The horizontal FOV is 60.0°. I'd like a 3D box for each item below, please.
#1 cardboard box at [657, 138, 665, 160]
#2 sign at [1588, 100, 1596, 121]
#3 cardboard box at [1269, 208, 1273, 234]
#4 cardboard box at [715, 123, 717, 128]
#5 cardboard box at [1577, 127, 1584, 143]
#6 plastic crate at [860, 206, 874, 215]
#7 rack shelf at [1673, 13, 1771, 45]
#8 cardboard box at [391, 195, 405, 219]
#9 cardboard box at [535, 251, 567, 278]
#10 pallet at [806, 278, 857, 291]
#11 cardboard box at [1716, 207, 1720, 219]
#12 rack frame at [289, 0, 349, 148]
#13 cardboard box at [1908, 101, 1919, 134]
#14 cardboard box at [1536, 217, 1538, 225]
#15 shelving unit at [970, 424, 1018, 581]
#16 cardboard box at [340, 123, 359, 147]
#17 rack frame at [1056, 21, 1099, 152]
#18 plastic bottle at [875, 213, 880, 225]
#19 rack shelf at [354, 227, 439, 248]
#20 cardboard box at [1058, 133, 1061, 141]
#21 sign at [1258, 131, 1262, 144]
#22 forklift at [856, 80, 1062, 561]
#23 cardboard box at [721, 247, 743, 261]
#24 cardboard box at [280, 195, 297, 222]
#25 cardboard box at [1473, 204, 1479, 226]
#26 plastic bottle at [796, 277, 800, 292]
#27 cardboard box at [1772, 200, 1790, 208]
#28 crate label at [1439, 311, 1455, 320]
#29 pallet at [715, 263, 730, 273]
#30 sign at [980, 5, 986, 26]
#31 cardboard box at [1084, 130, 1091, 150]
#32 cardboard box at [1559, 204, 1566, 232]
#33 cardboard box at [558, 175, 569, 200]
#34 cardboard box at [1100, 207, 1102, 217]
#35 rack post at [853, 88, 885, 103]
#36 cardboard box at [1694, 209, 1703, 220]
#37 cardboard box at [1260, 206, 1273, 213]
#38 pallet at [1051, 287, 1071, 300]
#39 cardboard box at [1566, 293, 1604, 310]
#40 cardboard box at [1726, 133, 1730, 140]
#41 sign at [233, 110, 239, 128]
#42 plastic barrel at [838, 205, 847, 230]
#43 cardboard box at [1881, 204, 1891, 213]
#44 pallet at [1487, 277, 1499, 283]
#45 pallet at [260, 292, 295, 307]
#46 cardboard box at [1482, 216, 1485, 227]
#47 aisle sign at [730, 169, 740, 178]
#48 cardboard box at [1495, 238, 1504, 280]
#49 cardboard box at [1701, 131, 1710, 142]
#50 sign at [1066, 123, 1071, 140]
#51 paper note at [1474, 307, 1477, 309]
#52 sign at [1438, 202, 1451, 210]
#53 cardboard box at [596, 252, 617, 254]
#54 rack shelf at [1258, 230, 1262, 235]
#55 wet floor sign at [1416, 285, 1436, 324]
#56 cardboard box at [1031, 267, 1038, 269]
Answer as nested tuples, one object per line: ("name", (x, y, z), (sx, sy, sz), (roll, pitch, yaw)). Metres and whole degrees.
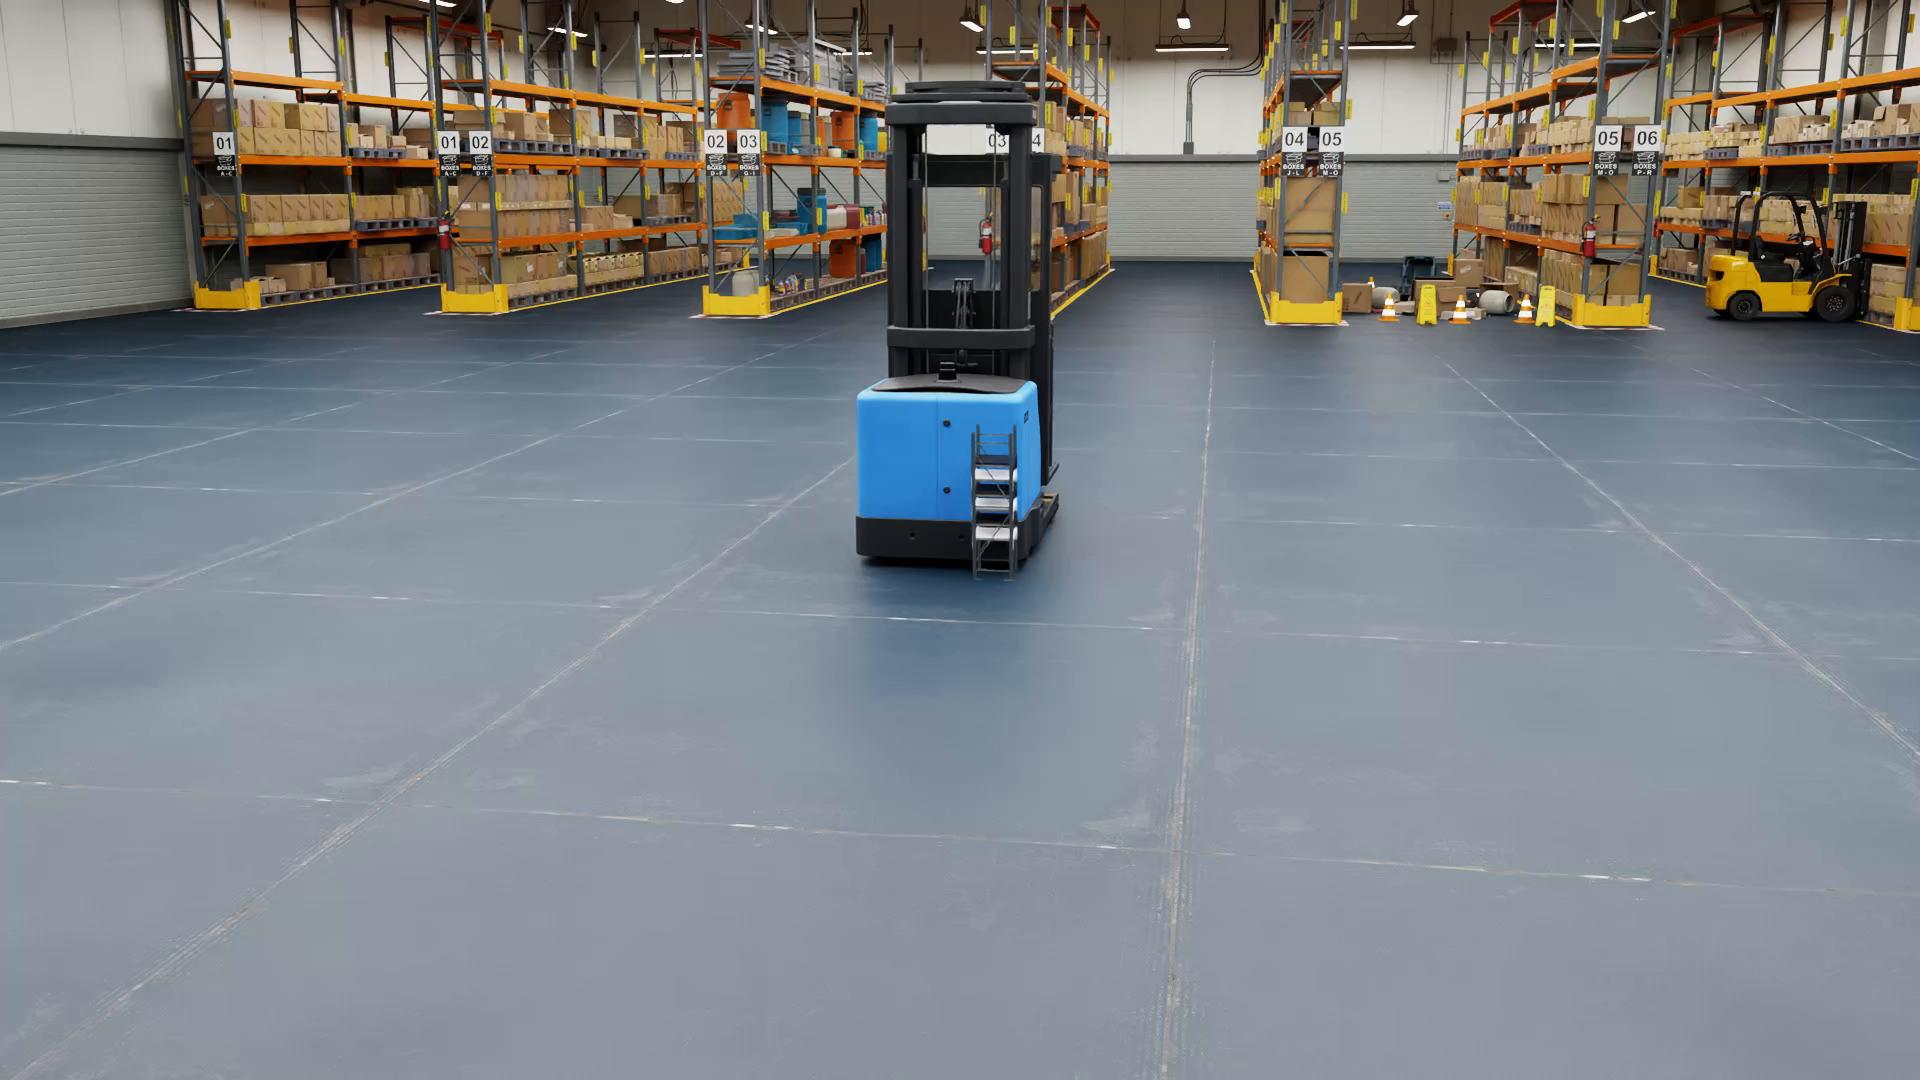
("cardboard box", (-7.426, -9.136, 38.907), (0.910, 0.500, 0.500), (2, 12, 9))
("sign", (10.186, -6.927, 26.795), (0.100, 0.325, 0.005), (2, 12, 9))
("cardboard box", (6.334, -6.249, 32.634), (0.500, 0.500, 0.500), (2, 12, 8))
("cardboard box", (-6.582, -10.667, 43.640), (0.700, 0.500, 0.500), (2, 12, 9))
("cardboard box", (10.636, -6.764, 27.789), (0.500, 0.250, 0.500), (2, 12, 8))
("plastic crate", (-2.374, -8.115, 41.425), (0.392, 0.384, 0.575), (2, 12, 9))
("rack shelf", (17.790, -11.966, 38.976), (1.077, 0.370, 4.000), (2, 12, 9))
("cardboard box", (-12.745, -7.380, 36.834), (0.700, 0.500, 0.500), (2, 12, 9))
("cardboard box", (-8.177, -5.502, 33.153), (0.500, 0.500, 0.500), (2, 12, 9))
("pallet", (-2.882, -5.630, 36.615), (1.003, 0.211, 1.213), (2, 12, 9))
("cardboard box", (16.890, -7.207, 36.636), (0.396, 0.266, 0.258), (2, 12, 11))
("rack frame", (-13.128, -9.574, 34.057), (1.000, 3.000, 0.127), (2, 12, 9))
("cardboard box", (15.464, -6.715, 26.442), (0.500, 0.500, 0.500), (2, 12, 11))
("cardboard box", (11.211, -6.091, 31.738), (0.380, 0.149, 0.250), (2, 12, 7))
("shelving unit", (0.205, -0.219, 9.835), (0.258, 0.900, 0.210), (2, 18, 8))
("cardboard box", (-12.965, -8.473, 34.835), (0.500, 0.500, 0.500), (4, 13, 17))
("rack frame", (2.785, -10.758, 39.551), (1.000, 3.000, 0.127), (2, 12, 9))
("plastic bottle", (-1.984, -7.651, 39.671), (0.152, 0.276, 0.135), (2, 12, 9))
("rack shelf", (-12.821, -6.706, 36.697), (1.077, 0.370, 4.000), (2, 12, 9))
("cardboard box", (1.689, -7.505, 30.986), (0.380, 0.149, 0.250), (1, 12, 7))
("sign", (7.749, -10.387, 42.876), (0.100, 0.325, 0.005), (2, 12, 9))
("forklift", (0.100, -1.564, 11.293), (1.130, 2.935, 3.031), (2, 12, 9))
("cardboard box", (-6.228, -7.851, 45.194), (0.500, 0.500, 0.500), (2, 12, 9))
("cardboard box", (-13.202, -6.411, 32.150), (0.500, 0.500, 0.500), (1, 12, 7))
("cardboard box", (12.396, -7.658, 39.169), (0.500, 0.500, 0.500), (2, 12, 9))
("plastic bottle", (-3.167, -4.989, 32.425), (0.061, 0.283, 0.133), (3, 12, 12))
("cardboard box", (16.473, -6.710, 33.234), (0.380, 0.149, 0.250), (2, 12, 10))
("crate label", (8.434, -3.869, 28.620), (0.250, 0.136, 0.298), (-5, 13, -21))
("pallet", (-6.711, -7.181, 43.815), (1.003, 0.211, 1.213), (2, 12, 9))
("sign", (0.394, -8.816, 27.948), (0.100, 0.325, 0.005), (2, 12, 9))
("cardboard box", (2.706, -9.424, 39.250), (0.700, 0.500, 0.500), (2, 12, 10))
("cardboard box", (10.801, -5.635, 29.078), (0.500, 0.500, 0.500), (2, 12, 9))
("cardboard box", (-8.295, -7.072, 33.372), (0.700, 0.500, 0.500), (2, 12, 9))
("cardboard box", (3.272, -8.198, 41.563), (0.500, 0.250, 0.500), (2, 12, 10))
("rack post", (-2.295, -10.248, 38.374), (0.937, 0.300, 0.954), (3, 13, 15))
("cardboard box", (17.320, -7.530, 38.463), (0.500, 0.250, 0.500), (2, 12, 10))
("cardboard box", (6.681, -7.156, 35.972), (0.380, 0.149, 0.250), (2, 12, 10))
("pallet", (1.673, -4.959, 33.501), (1.003, 0.211, 1.213), (2, 12, 9))
("cardboard box", (10.594, -4.049, 28.192), (0.500, 0.250, 0.500), (2, 12, 8))
("cardboard box", (16.873, -8.769, 36.097), (0.380, 0.149, 0.250), (2, 12, 9))
("sign", (-13.208, -7.685, 30.336), (0.100, 0.325, 0.005), (2, 12, 9))
("plastic barrel", (-2.671, -6.986, 36.026), (0.421, 0.512, 0.421), (0, 12, 0))
("cardboard box", (15.567, -5.508, 27.653), (0.380, 0.149, 0.250), (1, 12, 7))
("pallet", (12.348, -5.723, 37.048), (1.003, 0.211, 1.213), (2, 12, 9))
("pallet", (-13.572, -4.629, 31.972), (1.003, 0.211, 1.213), (2, 12, 9))
("cardboard box", (12.171, -7.240, 37.823), (0.500, 0.250, 0.500), (2, 12, 7))
("aisle sign", (-6.074, -10.255, 45.285), (0.394, 0.787, 0.004), (2, 12, 9))
("cardboard box", (12.292, -6.165, 36.524), (0.875, 0.875, 0.875), (2, 12, 9))
("cardboard box", (17.322, -9.240, 38.090), (0.500, 0.250, 0.500), (2, 12, 9))
("sign", (2.092, -7.863, 32.011), (0.100, 0.325, 0.005), (2, 12, 9))
("paper note", (9.580, -4.332, 31.023), (0.148, 0.019, 0.142), (2, 12, 9))
("sign", (13.998, -9.658, 48.045), (0.327, 0.218, 0.001), (2, 12, 9))
("cardboard box", (-7.989, -6.350, 37.537), (0.500, 0.311, 0.500), (2, 12, 11))
("rack shelf", (7.978, -7.708, 41.347), (1.077, 0.370, 4.000), (2, 12, 9))
("wet floor sign", (7.777, -3.924, 27.671), (0.267, 0.644, 0.232), (0, 12, -1))
("cardboard box", (1.373, -4.942, 31.740), (0.500, 0.500, 0.500), (6, 14, 27))
